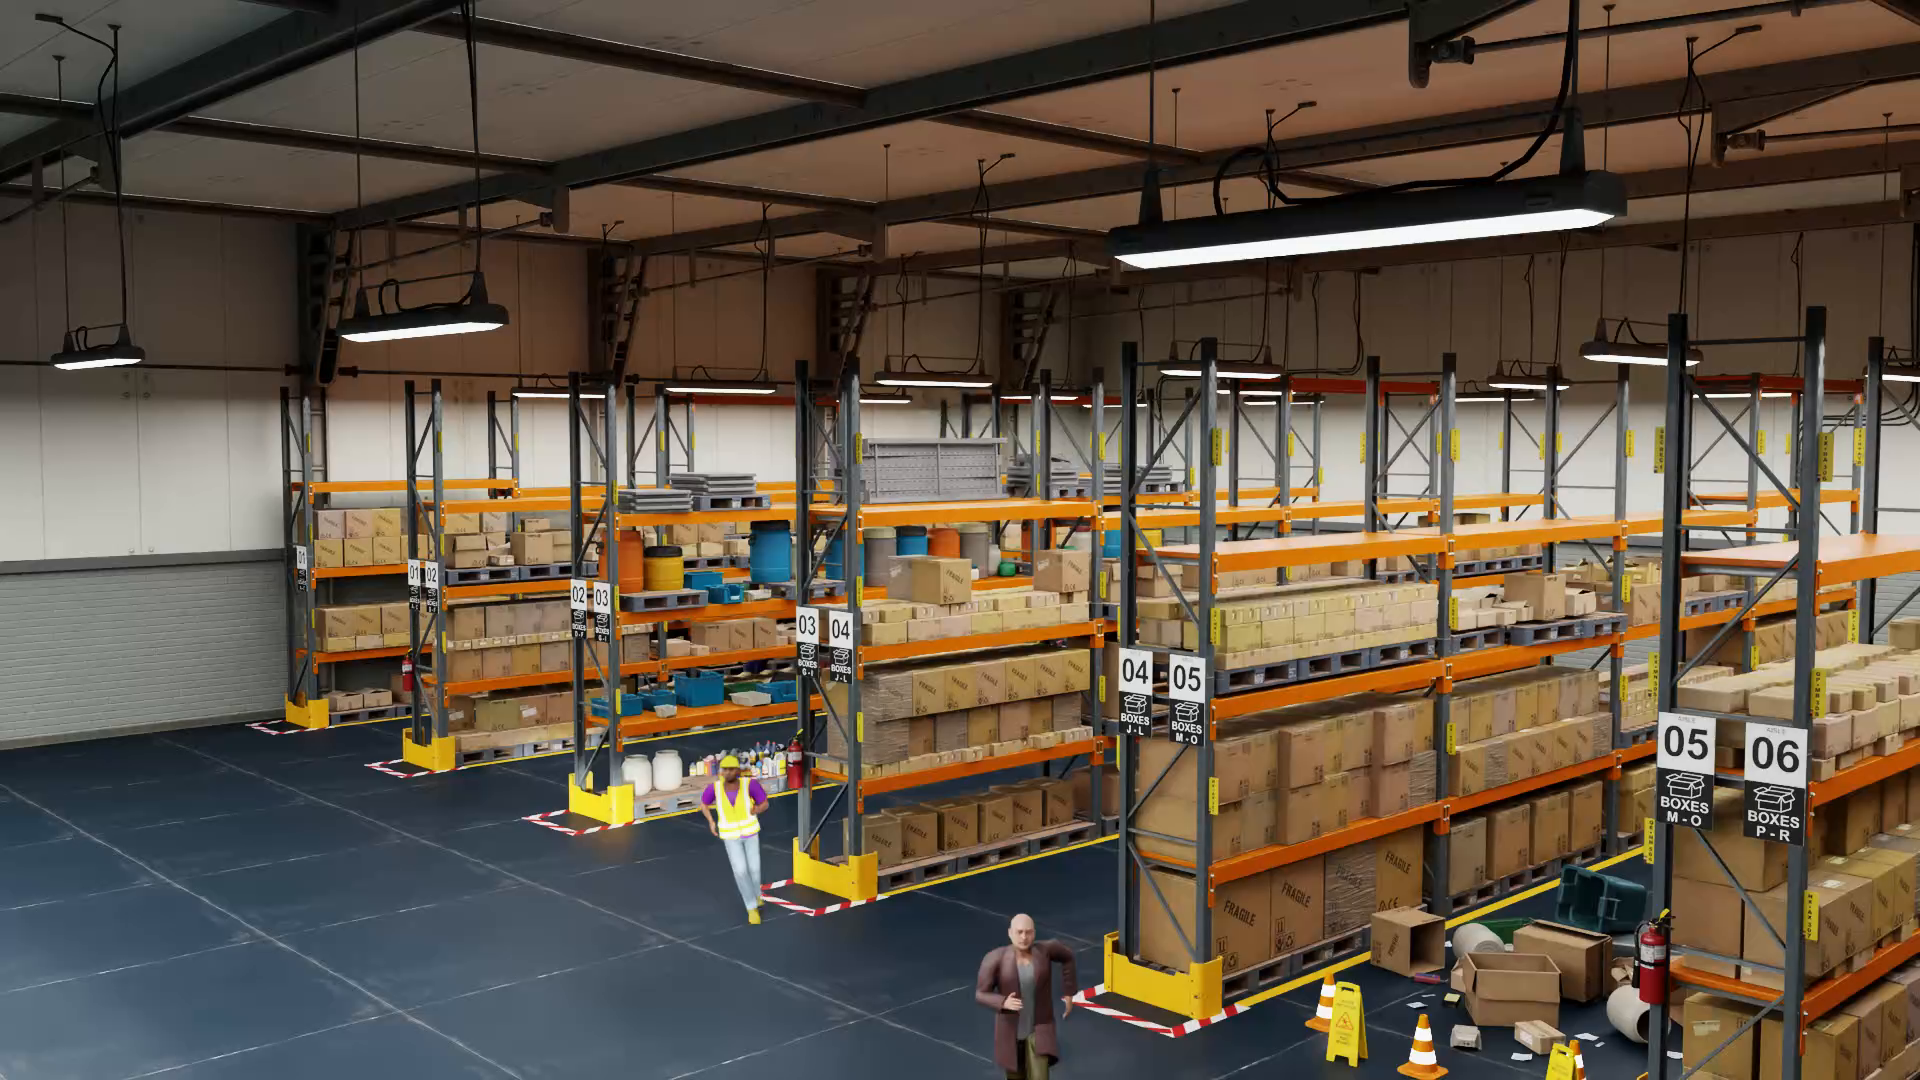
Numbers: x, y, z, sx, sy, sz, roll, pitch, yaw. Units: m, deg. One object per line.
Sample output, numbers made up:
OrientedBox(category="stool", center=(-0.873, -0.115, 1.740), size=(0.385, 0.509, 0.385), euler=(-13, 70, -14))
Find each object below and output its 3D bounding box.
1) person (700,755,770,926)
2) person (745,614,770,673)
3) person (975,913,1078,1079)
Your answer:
OrientedBox(category="person", center=(-2.382, 3.170, 17.718), size=(0.704, 1.789, 0.729), euler=(-1, 4, -16))
OrientedBox(category="person", center=(-4.027, 2.271, 33.068), size=(0.645, 1.600, 0.624), euler=(3, 5, 42))
OrientedBox(category="person", center=(0.481, 3.520, 11.875), size=(0.752, 1.773, 0.887), euler=(0, 4, -1))
